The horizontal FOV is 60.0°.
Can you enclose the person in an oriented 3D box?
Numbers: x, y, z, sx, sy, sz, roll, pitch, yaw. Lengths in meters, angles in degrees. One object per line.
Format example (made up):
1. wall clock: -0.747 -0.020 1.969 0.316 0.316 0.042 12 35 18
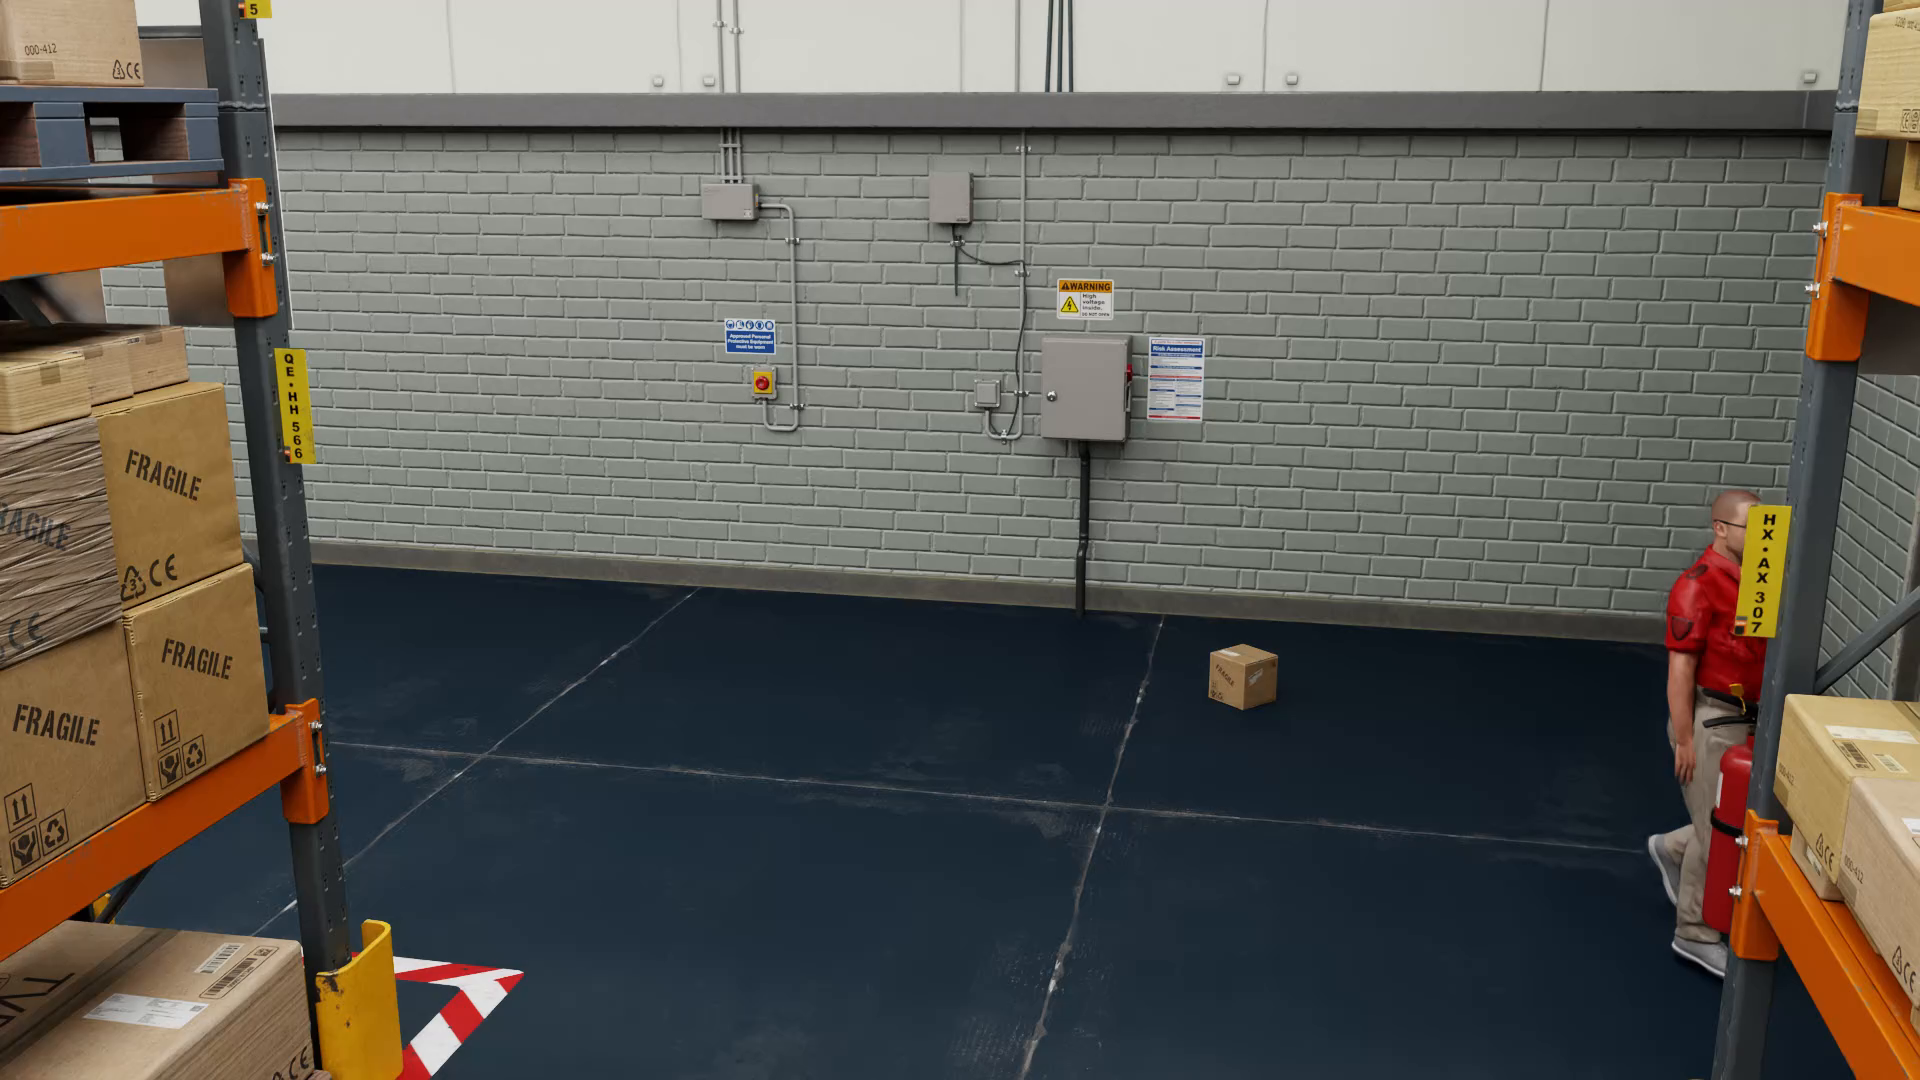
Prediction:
1. person: 2.727 0.667 5.906 0.543 1.709 0.565 -10 17 -33
